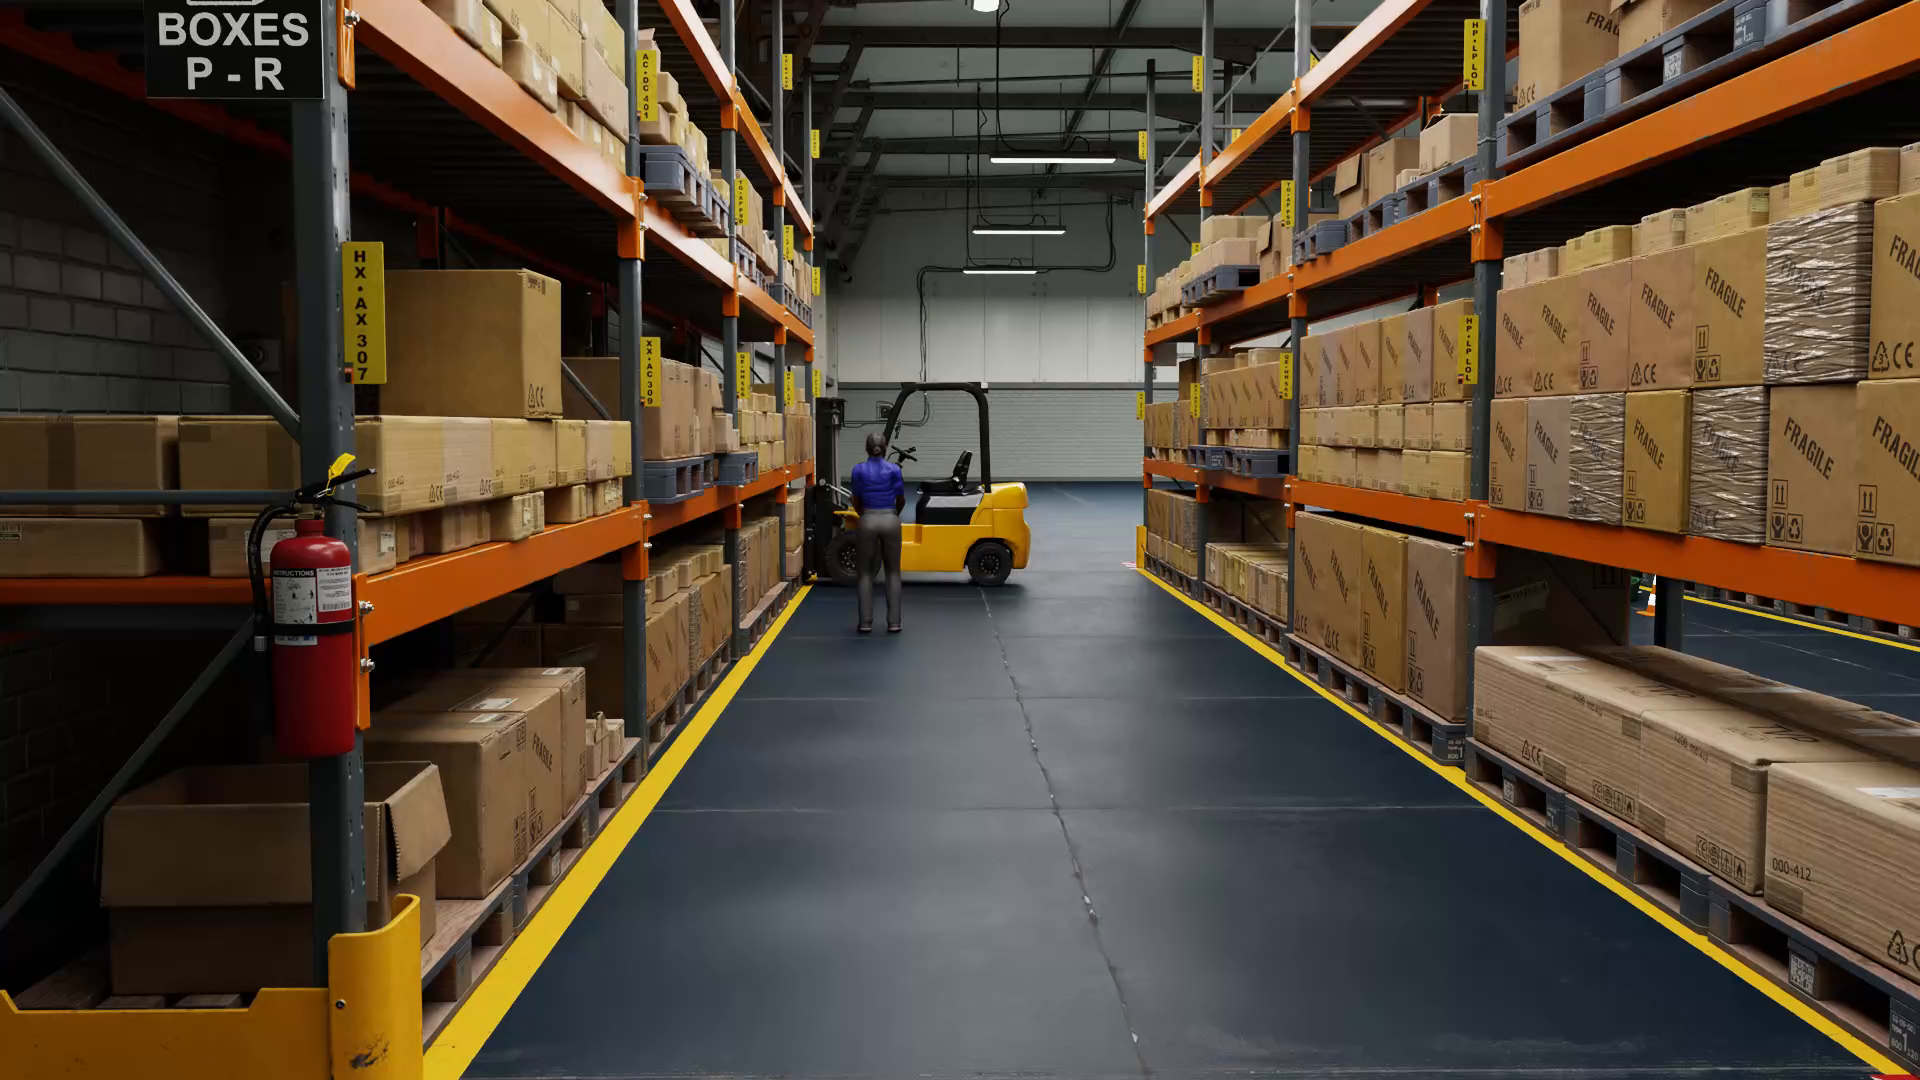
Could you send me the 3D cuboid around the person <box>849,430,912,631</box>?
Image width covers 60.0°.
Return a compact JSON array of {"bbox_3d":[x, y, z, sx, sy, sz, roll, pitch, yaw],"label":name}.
[{"bbox_3d":[-0.655,-0.076,13.662,0.518,1.654,0.353,0,4,-4],"label":"person"}]
